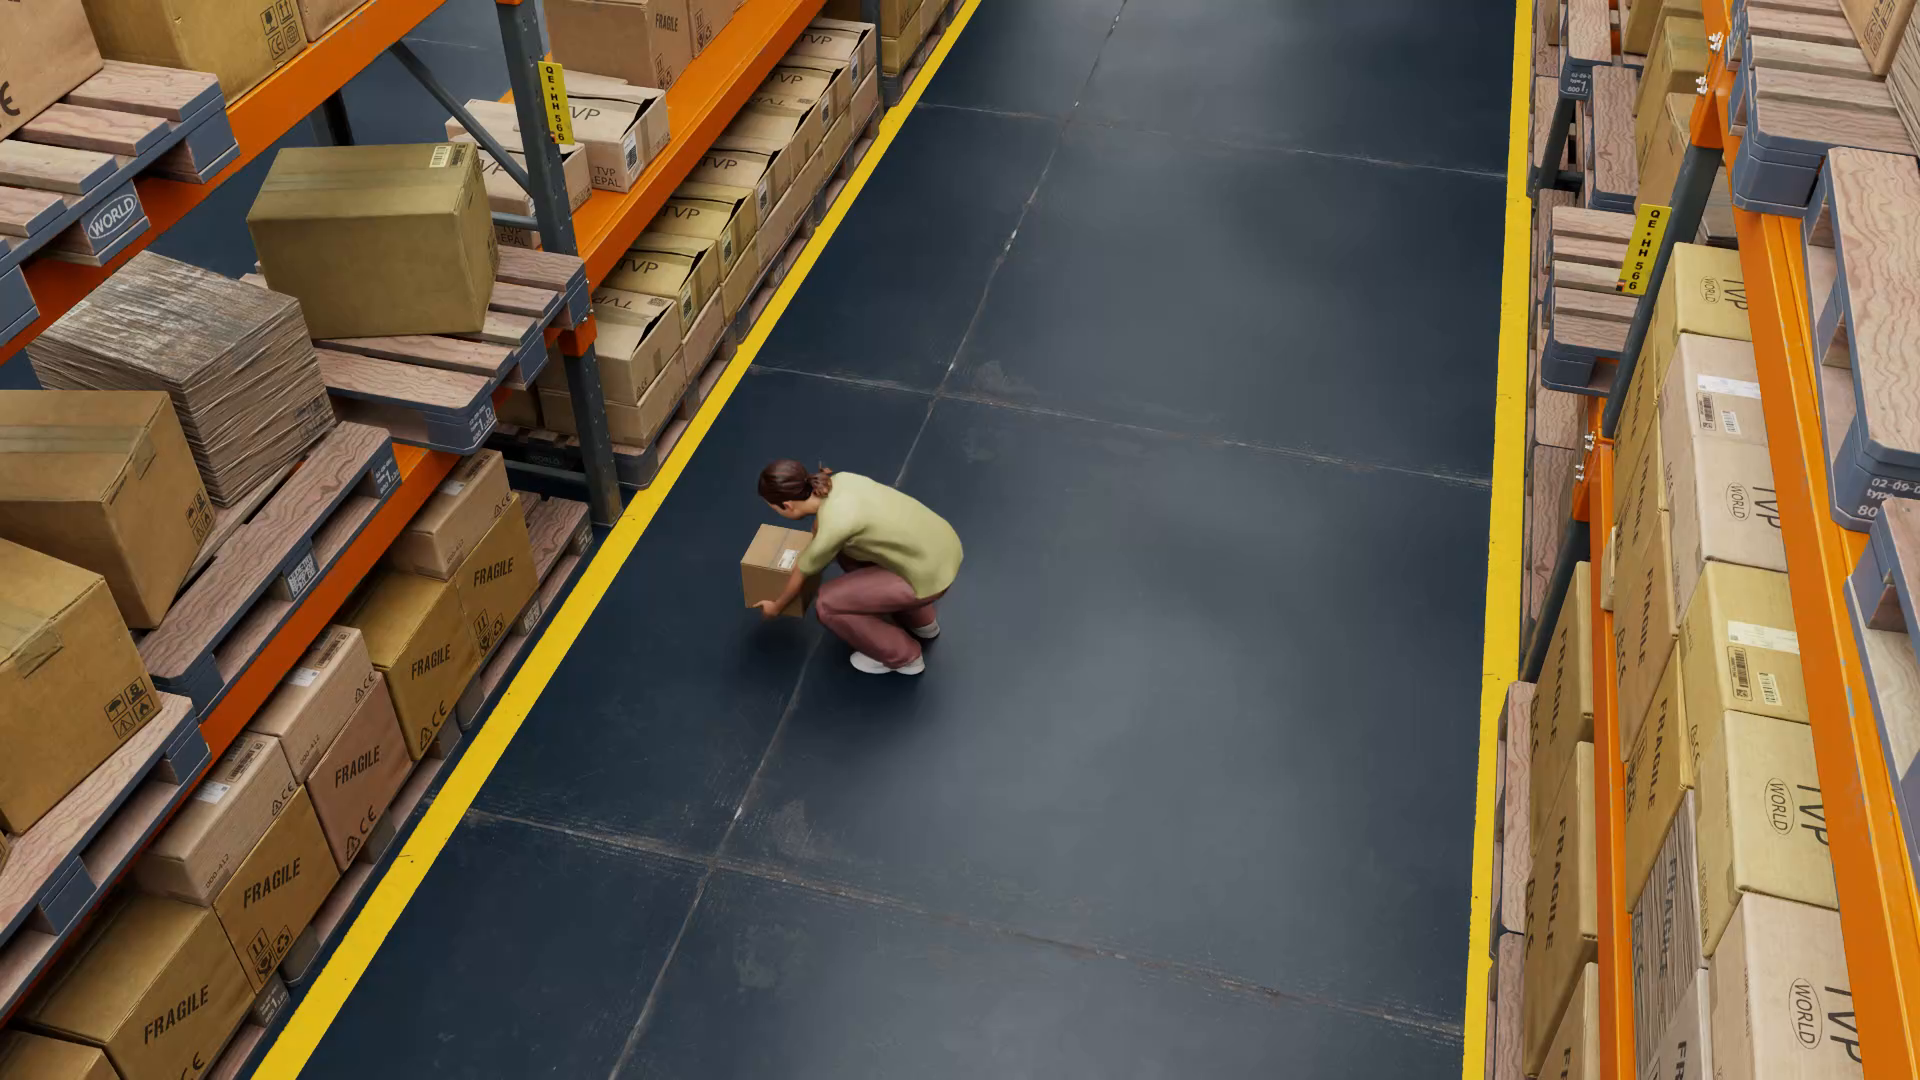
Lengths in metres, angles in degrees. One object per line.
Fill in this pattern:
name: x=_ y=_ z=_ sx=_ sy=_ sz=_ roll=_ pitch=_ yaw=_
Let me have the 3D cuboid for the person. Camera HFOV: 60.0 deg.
person: x=-0.408 y=0.075 z=6.644 sx=0.833 sy=0.930 sz=0.462 roll=9 pitch=42 yaw=10
